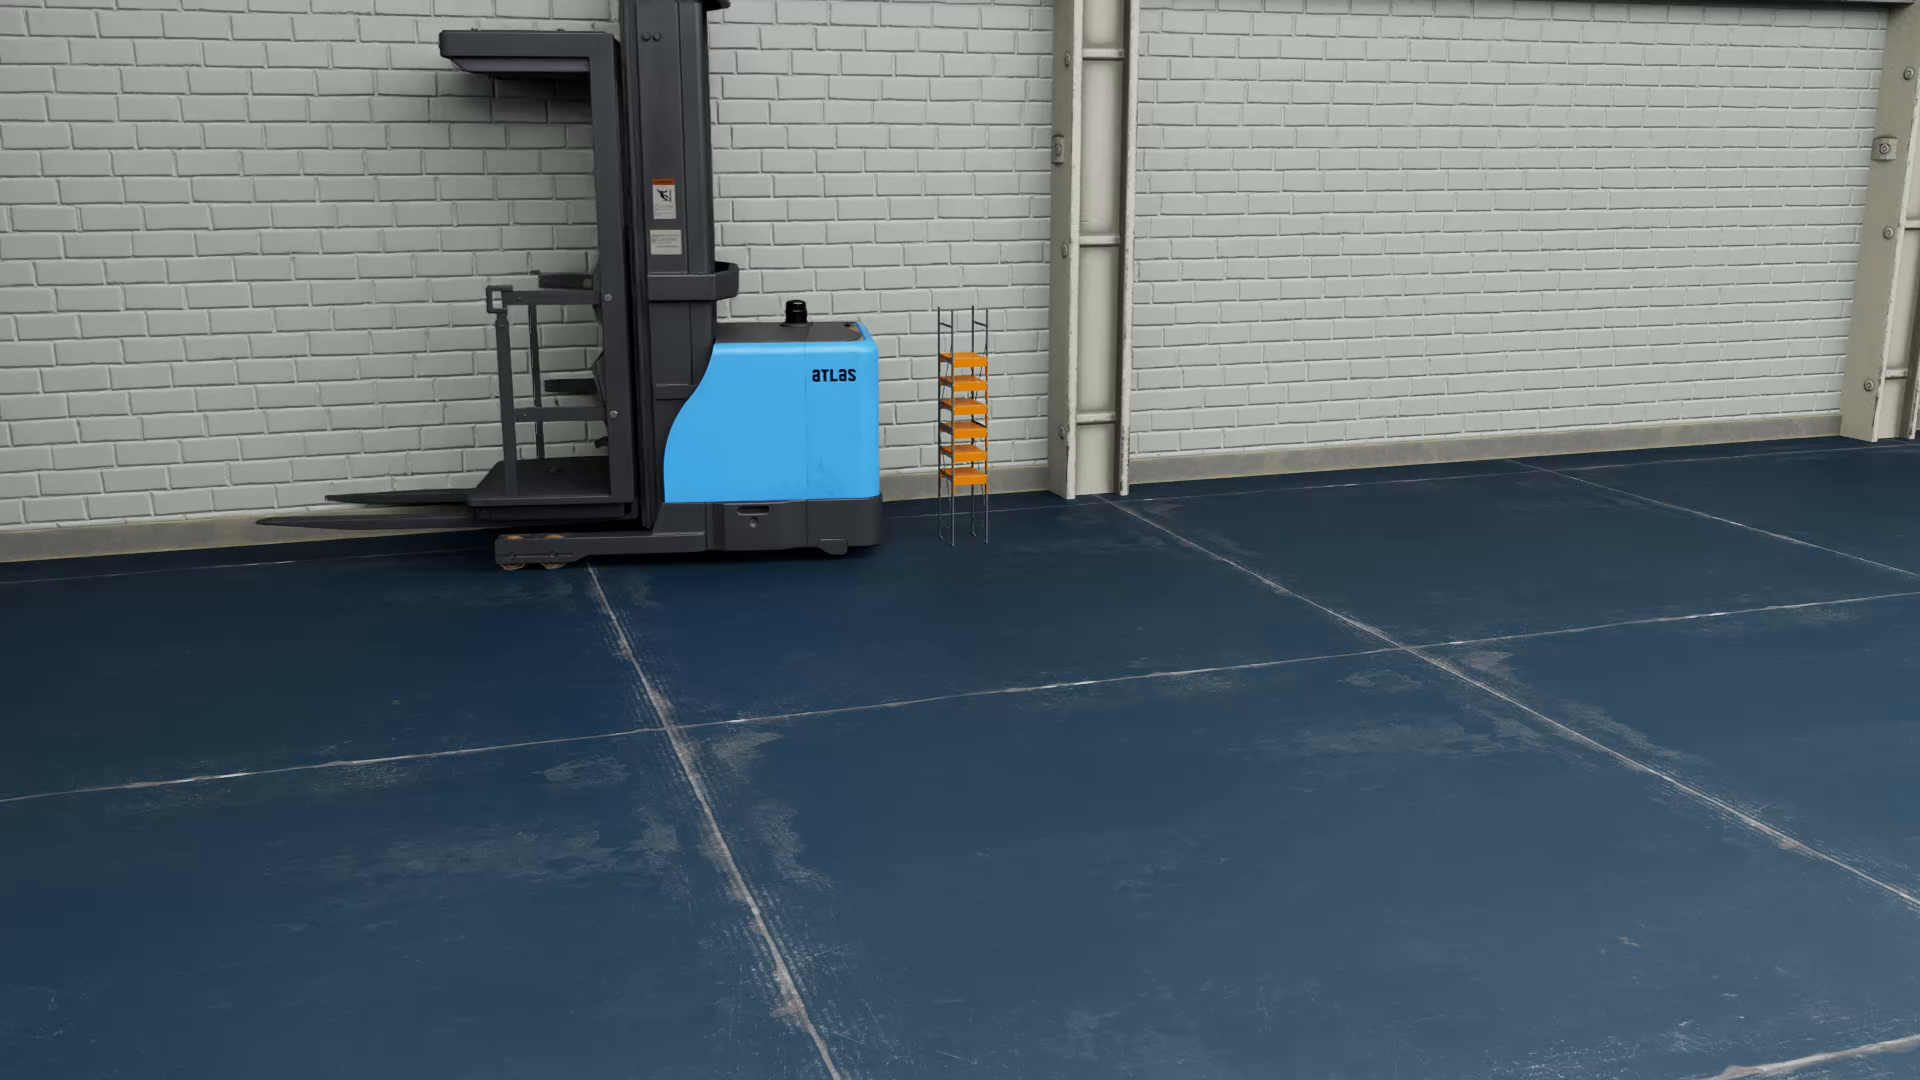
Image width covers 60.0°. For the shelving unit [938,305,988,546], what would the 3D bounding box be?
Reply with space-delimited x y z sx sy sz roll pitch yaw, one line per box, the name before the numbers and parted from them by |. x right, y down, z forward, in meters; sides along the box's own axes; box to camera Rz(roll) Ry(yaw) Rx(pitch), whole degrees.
shelving unit | 0.014 -0.585 8.508 0.189 1.200 0.258 -4 14 -18

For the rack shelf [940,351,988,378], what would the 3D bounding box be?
rack shelf | 0.014 -0.892 8.435 0.180 0.103 0.258 -4 14 -18

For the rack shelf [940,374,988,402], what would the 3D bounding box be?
rack shelf | 0.014 -0.775 8.463 0.180 0.103 0.258 -4 14 -18

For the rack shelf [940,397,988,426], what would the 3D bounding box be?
rack shelf | 0.014 -0.658 8.491 0.180 0.103 0.258 -4 14 -18

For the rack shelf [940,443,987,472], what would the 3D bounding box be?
rack shelf | 0.014 -0.425 8.546 0.180 0.103 0.258 -4 14 -18

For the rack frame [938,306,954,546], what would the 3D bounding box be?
rack frame | -0.073 -0.578 8.480 0.006 1.200 0.240 -4 14 -18

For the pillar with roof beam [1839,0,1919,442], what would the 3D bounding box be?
pillar with roof beam | 7.815 -4.162 6.692 0.400 9.000 9.100 -4 14 -18

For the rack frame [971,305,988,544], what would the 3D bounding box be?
rack frame | 0.100 -0.592 8.537 0.006 1.200 0.240 -4 14 -18

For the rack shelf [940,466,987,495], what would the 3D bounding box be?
rack shelf | 0.014 -0.308 8.574 0.180 0.103 0.258 -4 14 -18

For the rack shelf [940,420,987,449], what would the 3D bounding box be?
rack shelf | 0.014 -0.542 8.519 0.180 0.103 0.258 -4 14 -18

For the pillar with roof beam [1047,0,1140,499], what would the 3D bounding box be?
pillar with roof beam | 2.128 -3.719 4.830 0.400 9.000 9.100 -4 14 -18

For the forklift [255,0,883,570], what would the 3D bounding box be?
forklift | -1.939 -1.409 8.232 3.031 2.935 1.130 -2 13 -6
